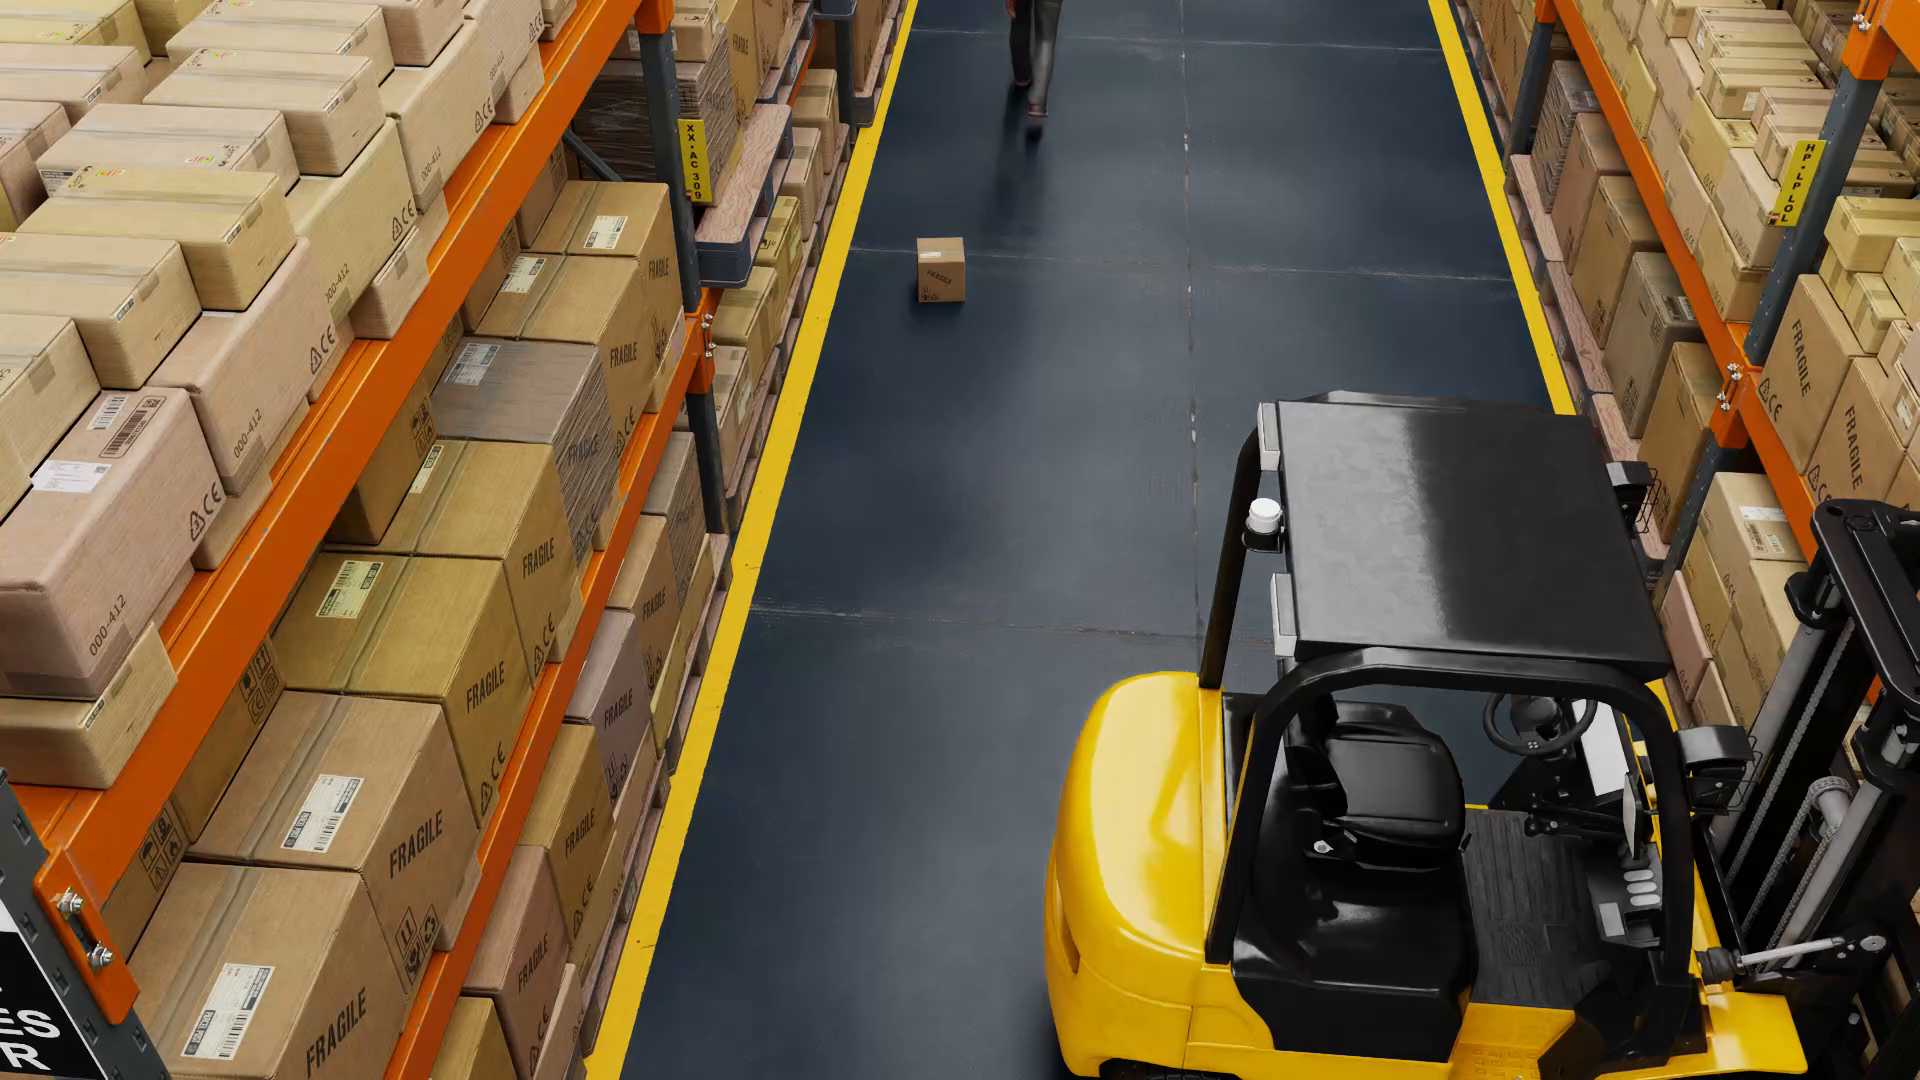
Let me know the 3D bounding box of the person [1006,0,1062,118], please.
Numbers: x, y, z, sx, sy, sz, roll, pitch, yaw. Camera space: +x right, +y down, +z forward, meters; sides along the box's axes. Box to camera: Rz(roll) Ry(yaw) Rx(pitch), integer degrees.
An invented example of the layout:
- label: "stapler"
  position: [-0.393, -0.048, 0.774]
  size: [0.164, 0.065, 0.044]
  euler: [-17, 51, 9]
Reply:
- label: "person"
  position: [0.458, -3.449, 10.226]
  size: [0.435, 1.602, 0.978]
  euler: [4, 40, 5]
